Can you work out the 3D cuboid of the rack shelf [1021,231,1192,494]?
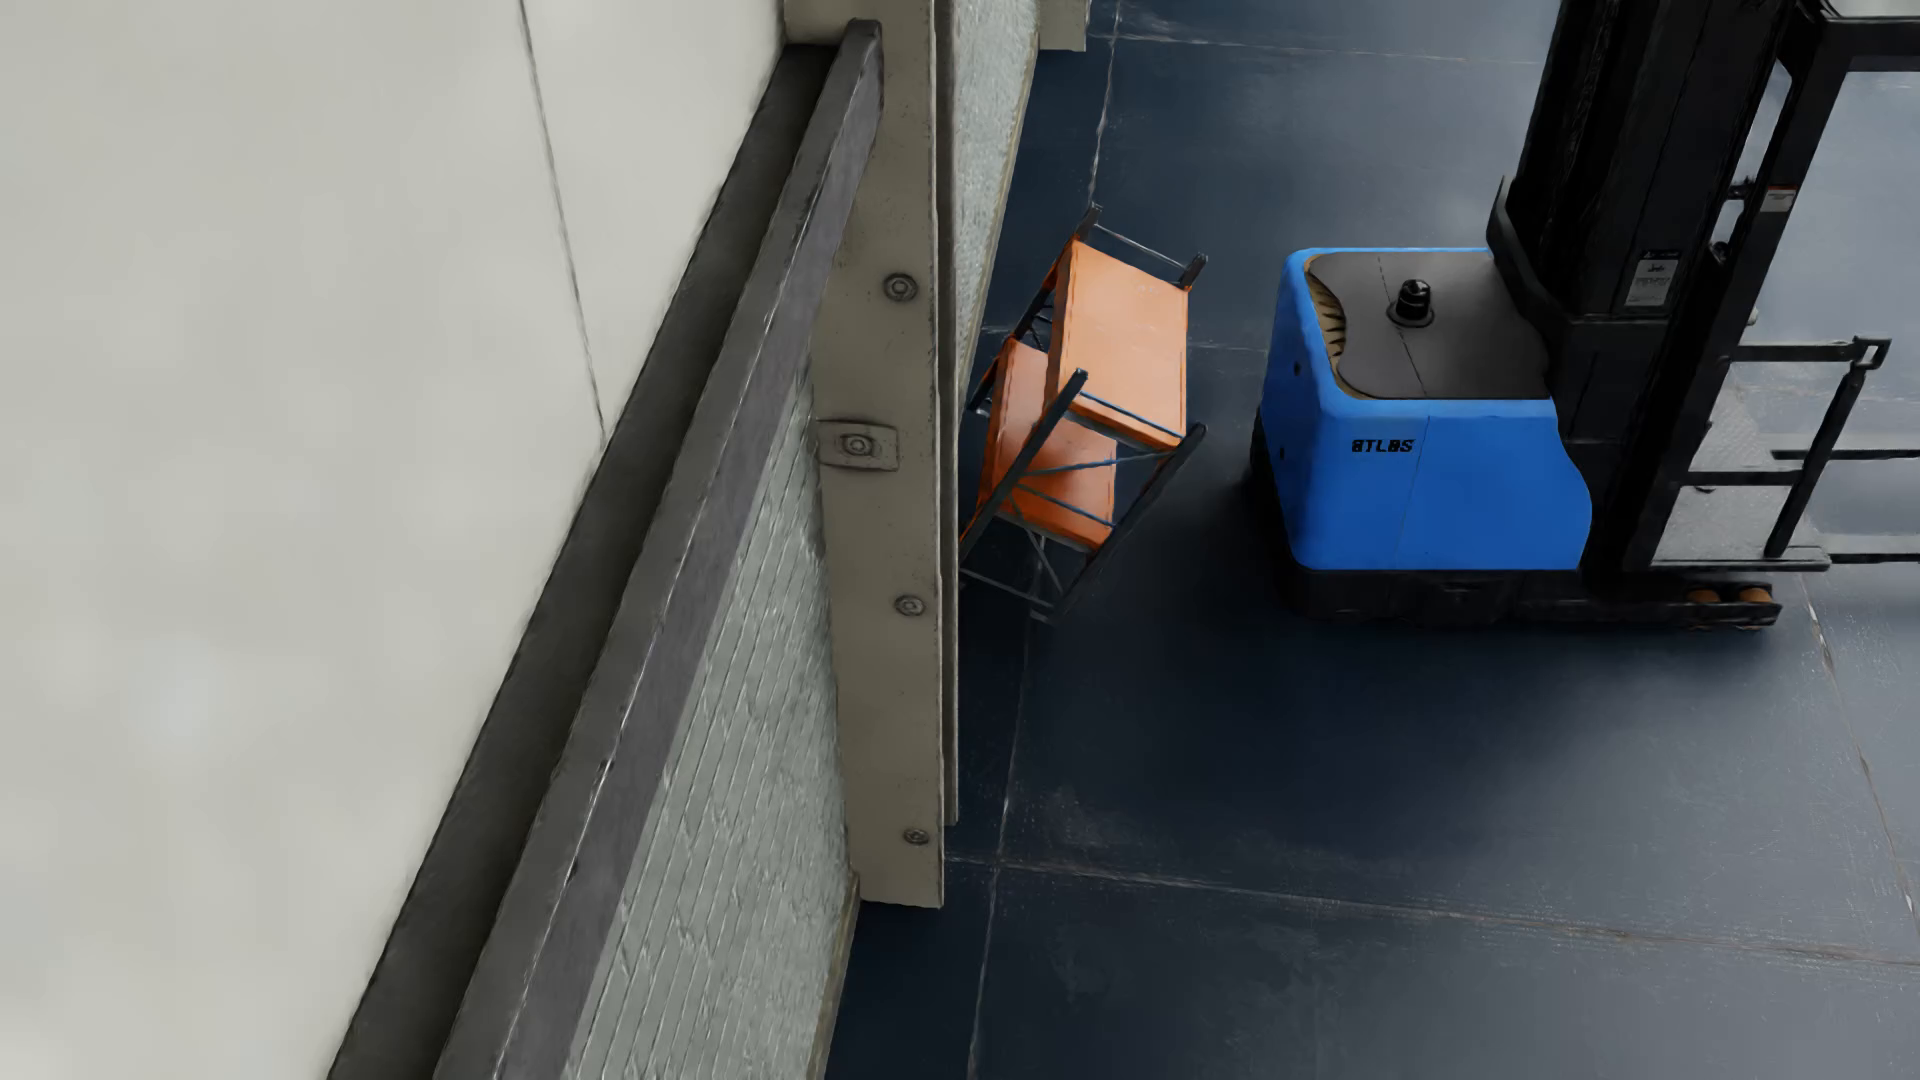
[{"bbox_3d":[0.556,-0.653,6.129,0.538,0.278,1.000,22,42,-13],"label":"rack shelf"}]

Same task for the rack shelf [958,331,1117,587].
[{"bbox_3d":[0.330,-0.318,6.483,0.538,0.278,1.000,22,42,-13],"label":"rack shelf"}]

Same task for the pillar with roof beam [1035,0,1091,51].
[{"bbox_3d":[4.875,-5.902,6.438,9.100,9.000,0.400,5,44,6],"label":"pillar with roof beam"}]

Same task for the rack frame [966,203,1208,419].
[{"bbox_3d":[0.487,-0.819,6.687,0.500,1.125,0.032,22,42,-13],"label":"rack frame"}]

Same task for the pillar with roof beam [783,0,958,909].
[{"bbox_3d":[4.082,-1.812,2.119,9.100,9.000,0.400,5,44,6],"label":"pillar with roof beam"}]

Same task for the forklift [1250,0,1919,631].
[{"bbox_3d":[2.742,-1.084,5.764,3.031,2.935,1.130,0,43,0],"label":"forklift"}]

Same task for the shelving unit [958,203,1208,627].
[{"bbox_3d":[0.433,-0.470,6.322,0.538,1.125,1.048,22,42,-13],"label":"shelving unit"}]

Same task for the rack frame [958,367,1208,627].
[{"bbox_3d":[0.379,-0.121,5.956,0.500,1.125,0.032,22,42,-13],"label":"rack frame"}]
